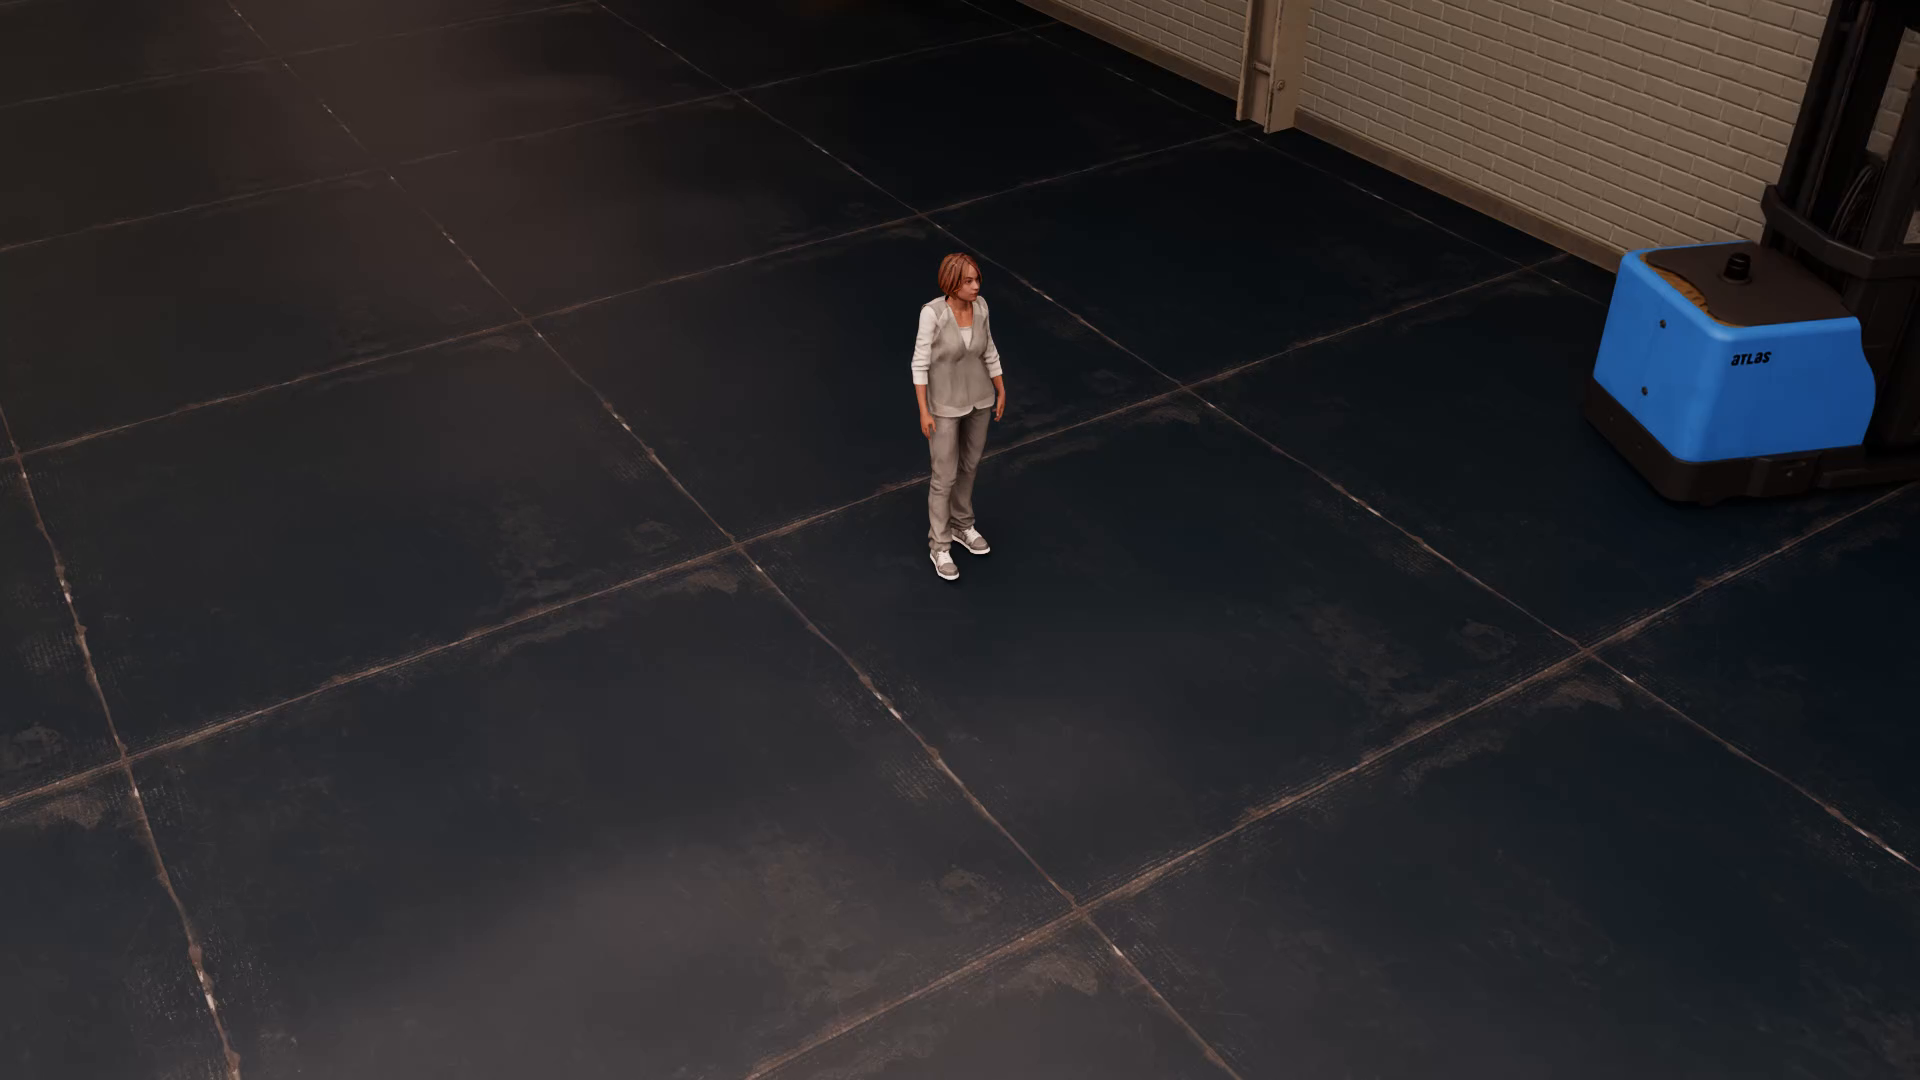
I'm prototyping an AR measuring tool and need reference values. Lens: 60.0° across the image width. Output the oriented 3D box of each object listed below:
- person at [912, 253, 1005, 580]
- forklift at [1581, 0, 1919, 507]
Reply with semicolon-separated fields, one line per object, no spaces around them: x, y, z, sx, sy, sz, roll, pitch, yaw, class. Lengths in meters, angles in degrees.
0.029;-0.613;8.180;0.520;1.585;0.473;-21;40;-27;person
5.164;-1.791;8.697;3.031;2.935;1.130;-6;36;-9;forklift
